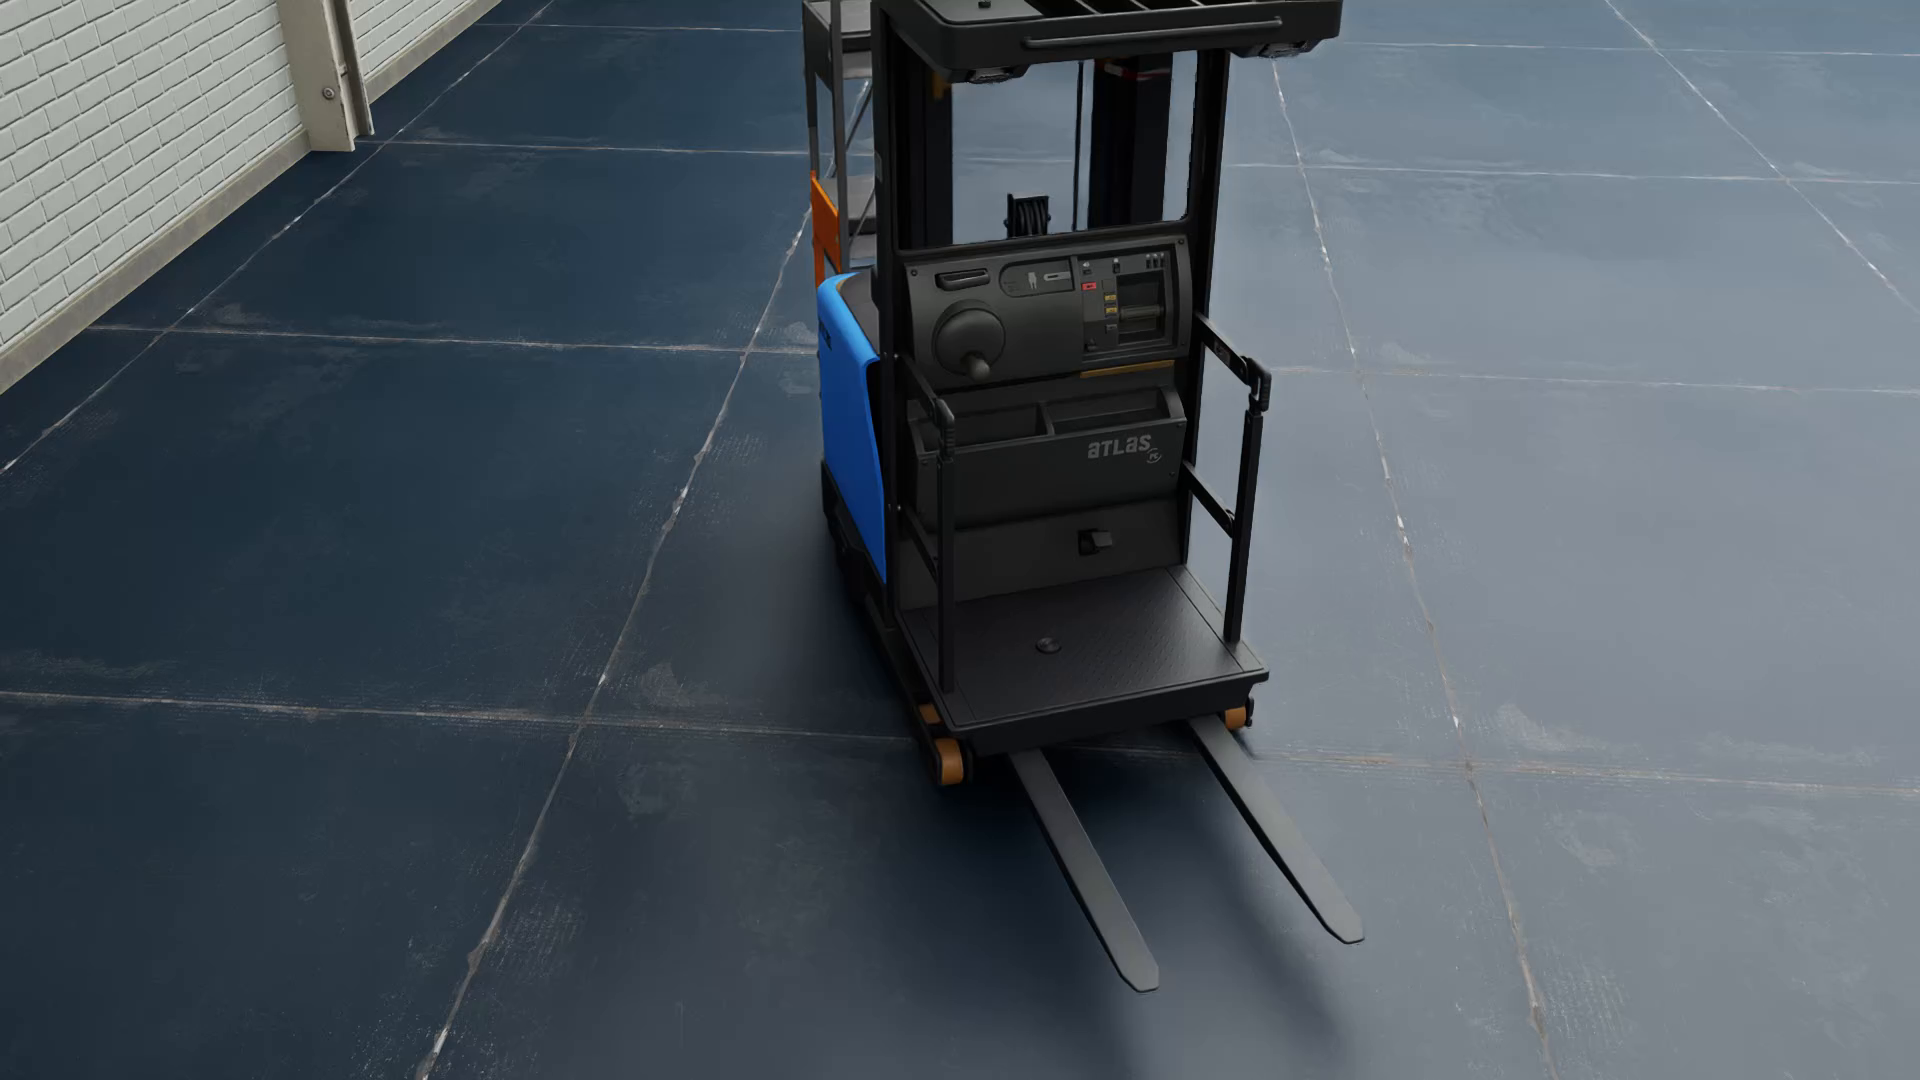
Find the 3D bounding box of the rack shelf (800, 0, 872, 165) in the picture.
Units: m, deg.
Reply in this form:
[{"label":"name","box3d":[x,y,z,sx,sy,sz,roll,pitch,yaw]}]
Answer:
[{"label":"rack shelf","box3d":[-0.338,-1.771,6.315,0.431,0.518,0.480,-9,33,-14]}]

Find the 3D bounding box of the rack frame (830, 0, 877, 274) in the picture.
[{"label":"rack frame","box3d":[-0.267,-1.065,6.476,0.400,2.100,0.015,-9,33,-14]}]

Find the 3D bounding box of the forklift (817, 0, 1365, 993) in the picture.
[{"label":"forklift","box3d":[0.353,-0.675,5.052,1.130,2.935,3.031,-9,33,-14]}]

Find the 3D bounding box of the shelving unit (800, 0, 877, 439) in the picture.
[{"label":"shelving unit","box3d":[-0.338,-1.187,6.675,0.431,2.100,0.503,-9,33,-14]}]

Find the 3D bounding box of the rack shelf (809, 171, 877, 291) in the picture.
[{"label":"rack shelf","box3d":[-0.338,-1.176,6.682,0.431,0.518,0.480,-9,33,-14]}]

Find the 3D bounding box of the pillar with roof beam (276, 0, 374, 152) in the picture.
[{"label":"pillar with roof beam","box3d":[0.177,-6.298,8.392,9.100,9.000,0.400,2,32,4]}]

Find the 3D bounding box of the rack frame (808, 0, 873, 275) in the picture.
[{"label":"rack frame","box3d":[-0.408,-1.310,6.874,0.400,2.100,0.015,-9,33,-14]}]

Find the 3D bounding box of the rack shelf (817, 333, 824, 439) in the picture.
[{"label":"rack shelf","box3d":[-0.338,-0.580,7.049,0.431,0.518,0.480,-9,33,-14]}]
